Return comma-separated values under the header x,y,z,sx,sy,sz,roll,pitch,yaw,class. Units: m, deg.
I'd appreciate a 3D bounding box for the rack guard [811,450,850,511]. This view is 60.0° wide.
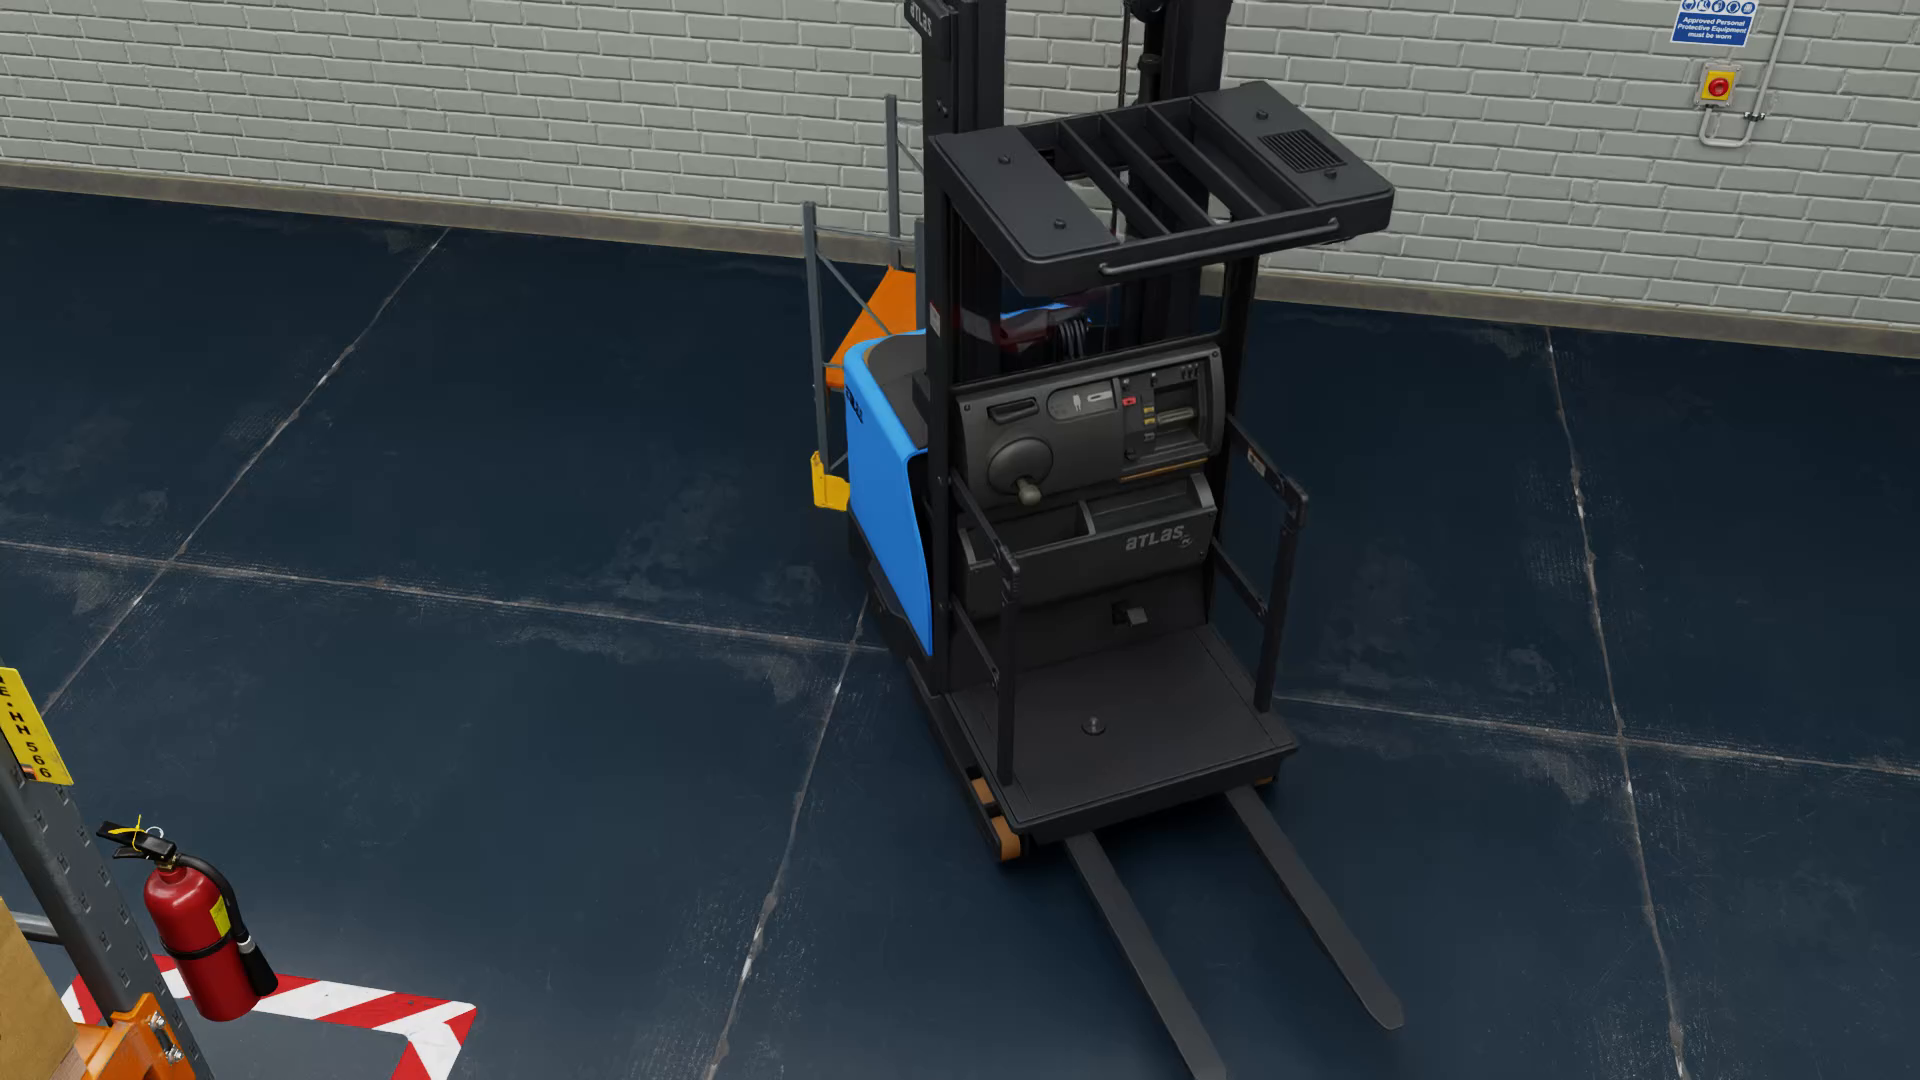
x,y,z,sx,sy,sz,roll,pitch,yaw,class
-0.365,-0.224,7.325,0.587,0.250,0.087,11,41,13,rack guard

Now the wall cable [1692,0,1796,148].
x,y,z,sx,sy,sz,roll,pitch,yaw,class
3.446,-2.600,7.218,0.585,1.953,0.123,6,40,8,wall cable

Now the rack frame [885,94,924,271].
x,y,z,sx,sy,sz,roll,pitch,yaw,class
-0.082,-1.315,7.664,0.500,1.500,0.032,11,41,13,rack frame

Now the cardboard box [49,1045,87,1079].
x,y,z,sx,sy,sz,roll,pitch,yaw,class
-2.178,1.196,3.647,0.380,0.149,0.250,6,40,8,cardboard box

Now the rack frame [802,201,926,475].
x,y,z,sx,sy,sz,roll,pitch,yaw,class
-0.370,-0.694,6.912,0.500,1.500,0.032,11,41,13,rack frame

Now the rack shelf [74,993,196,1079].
x,y,z,sx,sy,sz,roll,pitch,yaw,class
-2.746,2.395,2.563,1.077,0.370,4.000,6,40,8,rack shelf

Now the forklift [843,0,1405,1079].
x,y,z,sx,sy,sz,roll,pitch,yaw,class
0.521,-0.298,5.310,1.130,2.935,3.031,-13,41,-16,forklift

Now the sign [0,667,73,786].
x,y,z,sx,sy,sz,roll,pitch,yaw,class
-1.856,0.369,3.293,0.100,0.325,0.005,6,40,8,sign

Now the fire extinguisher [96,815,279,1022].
x,y,z,sx,sy,sz,roll,pitch,yaw,class
-1.901,0.929,4.125,0.296,0.674,0.183,6,40,8,fire extinguisher

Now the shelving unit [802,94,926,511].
x,y,z,sx,sy,sz,roll,pitch,yaw,class
-0.223,-1.010,7.295,0.587,1.500,1.083,11,41,13,shelving unit

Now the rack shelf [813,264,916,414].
x,y,z,sx,sy,sz,roll,pitch,yaw,class
-0.226,-0.866,7.403,0.538,0.185,1.000,11,41,13,rack shelf

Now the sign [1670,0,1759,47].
x,y,z,sx,sy,sz,roll,pitch,yaw,class
3.409,-2.344,7.519,0.327,0.218,0.001,6,40,8,sign

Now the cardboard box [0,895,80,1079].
x,y,z,sx,sy,sz,roll,pitch,yaw,class
-2.224,1.020,3.350,0.500,0.500,0.500,7,40,9,cardboard box
